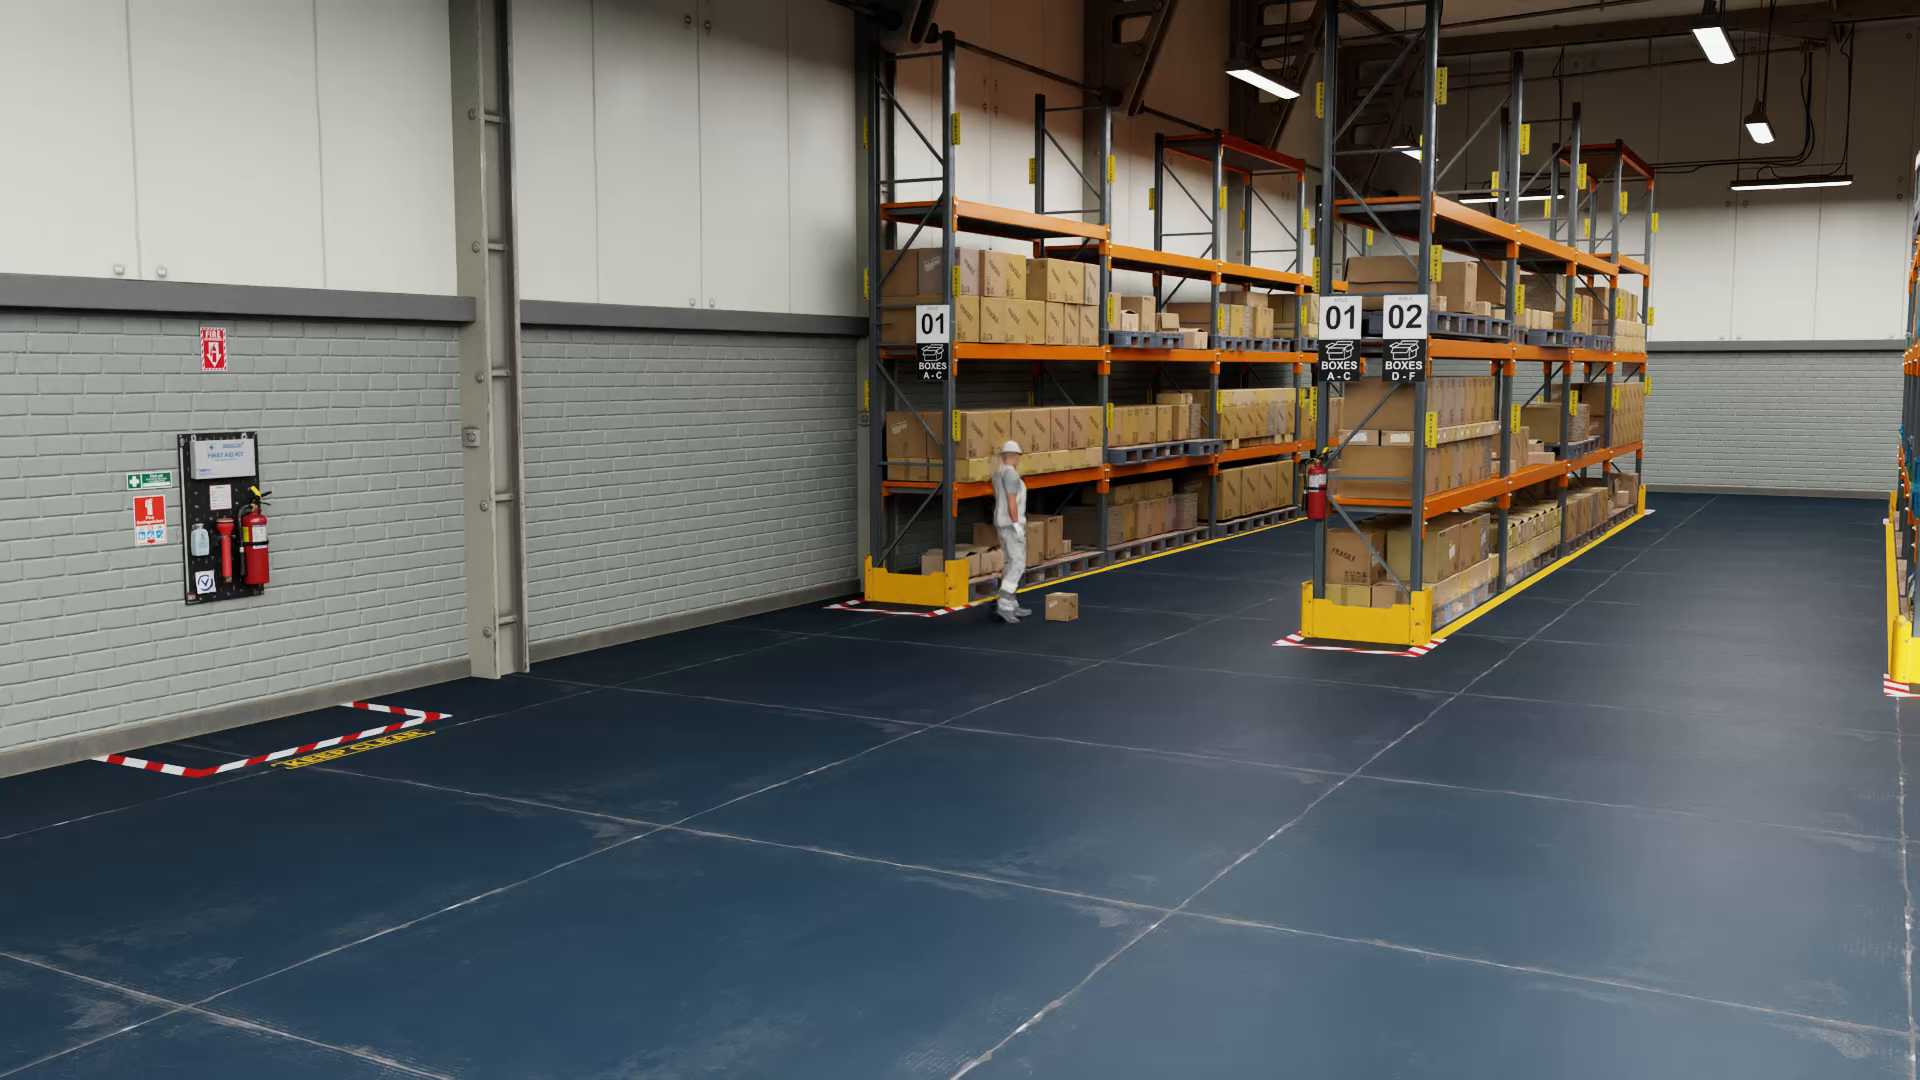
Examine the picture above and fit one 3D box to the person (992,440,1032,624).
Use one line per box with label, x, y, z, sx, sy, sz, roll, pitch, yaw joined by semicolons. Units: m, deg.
person;0.540;-0.096;16.818;0.419;1.812;0.721;-1;6;-9
